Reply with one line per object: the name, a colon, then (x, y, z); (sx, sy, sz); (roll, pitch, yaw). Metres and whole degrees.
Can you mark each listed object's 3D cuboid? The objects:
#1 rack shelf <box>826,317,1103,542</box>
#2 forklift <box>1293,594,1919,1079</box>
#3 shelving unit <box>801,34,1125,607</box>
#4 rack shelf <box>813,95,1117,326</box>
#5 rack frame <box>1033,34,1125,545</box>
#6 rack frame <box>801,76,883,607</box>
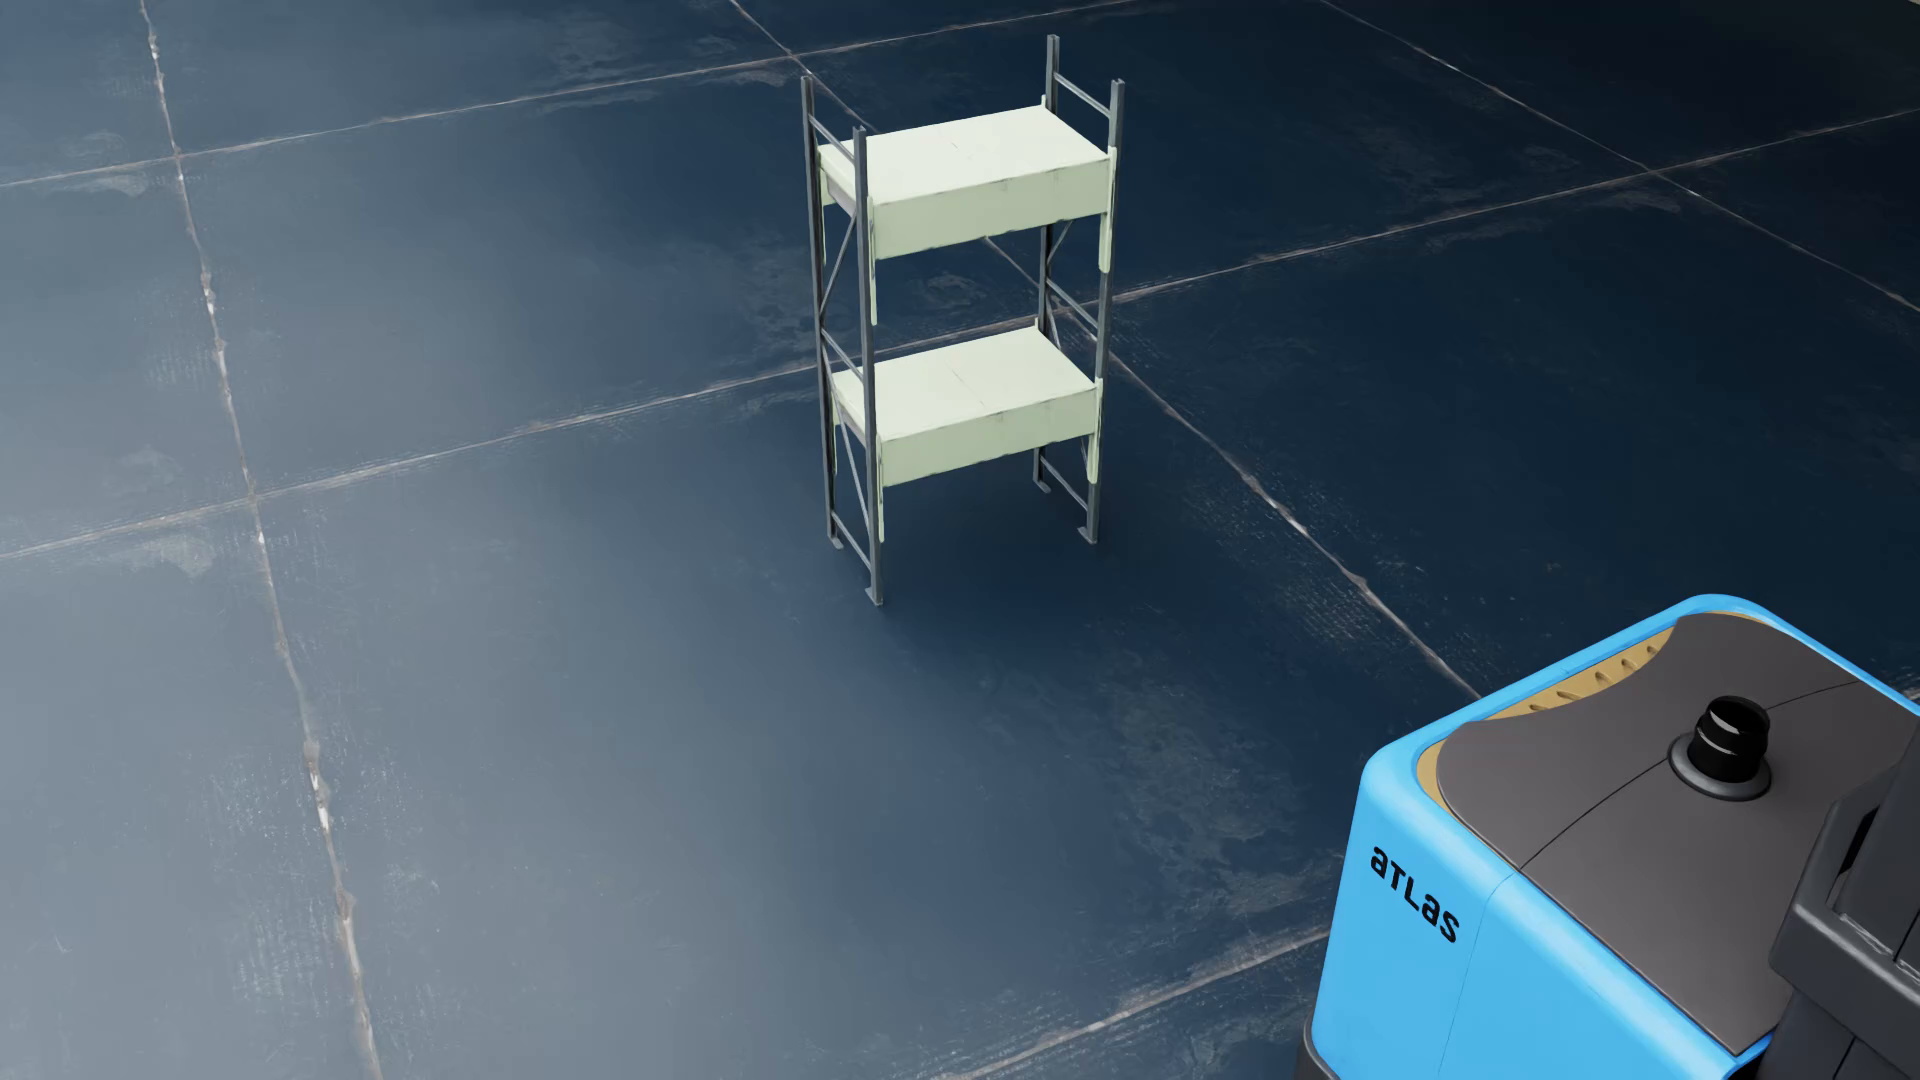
rack shelf: (0.006, -0.342, 5.000); (0.720, 0.370, 0.431); (-16, 39, -20)
forklift: (1.892, 0.669, 1.888); (1.130, 2.935, 3.031); (-20, 41, -25)
shelving unit: (0.006, -0.604, 4.805); (0.755, 1.500, 0.431); (-16, 39, -20)
rack shelf: (0.006, -0.918, 4.573); (0.720, 0.370, 0.431); (-16, 39, -20)
rack frame: (0.337, -0.697, 4.930); (0.023, 1.500, 0.400); (-16, 39, -20)
rack frame: (-0.325, -0.511, 4.681); (0.023, 1.500, 0.400); (-16, 39, -20)
